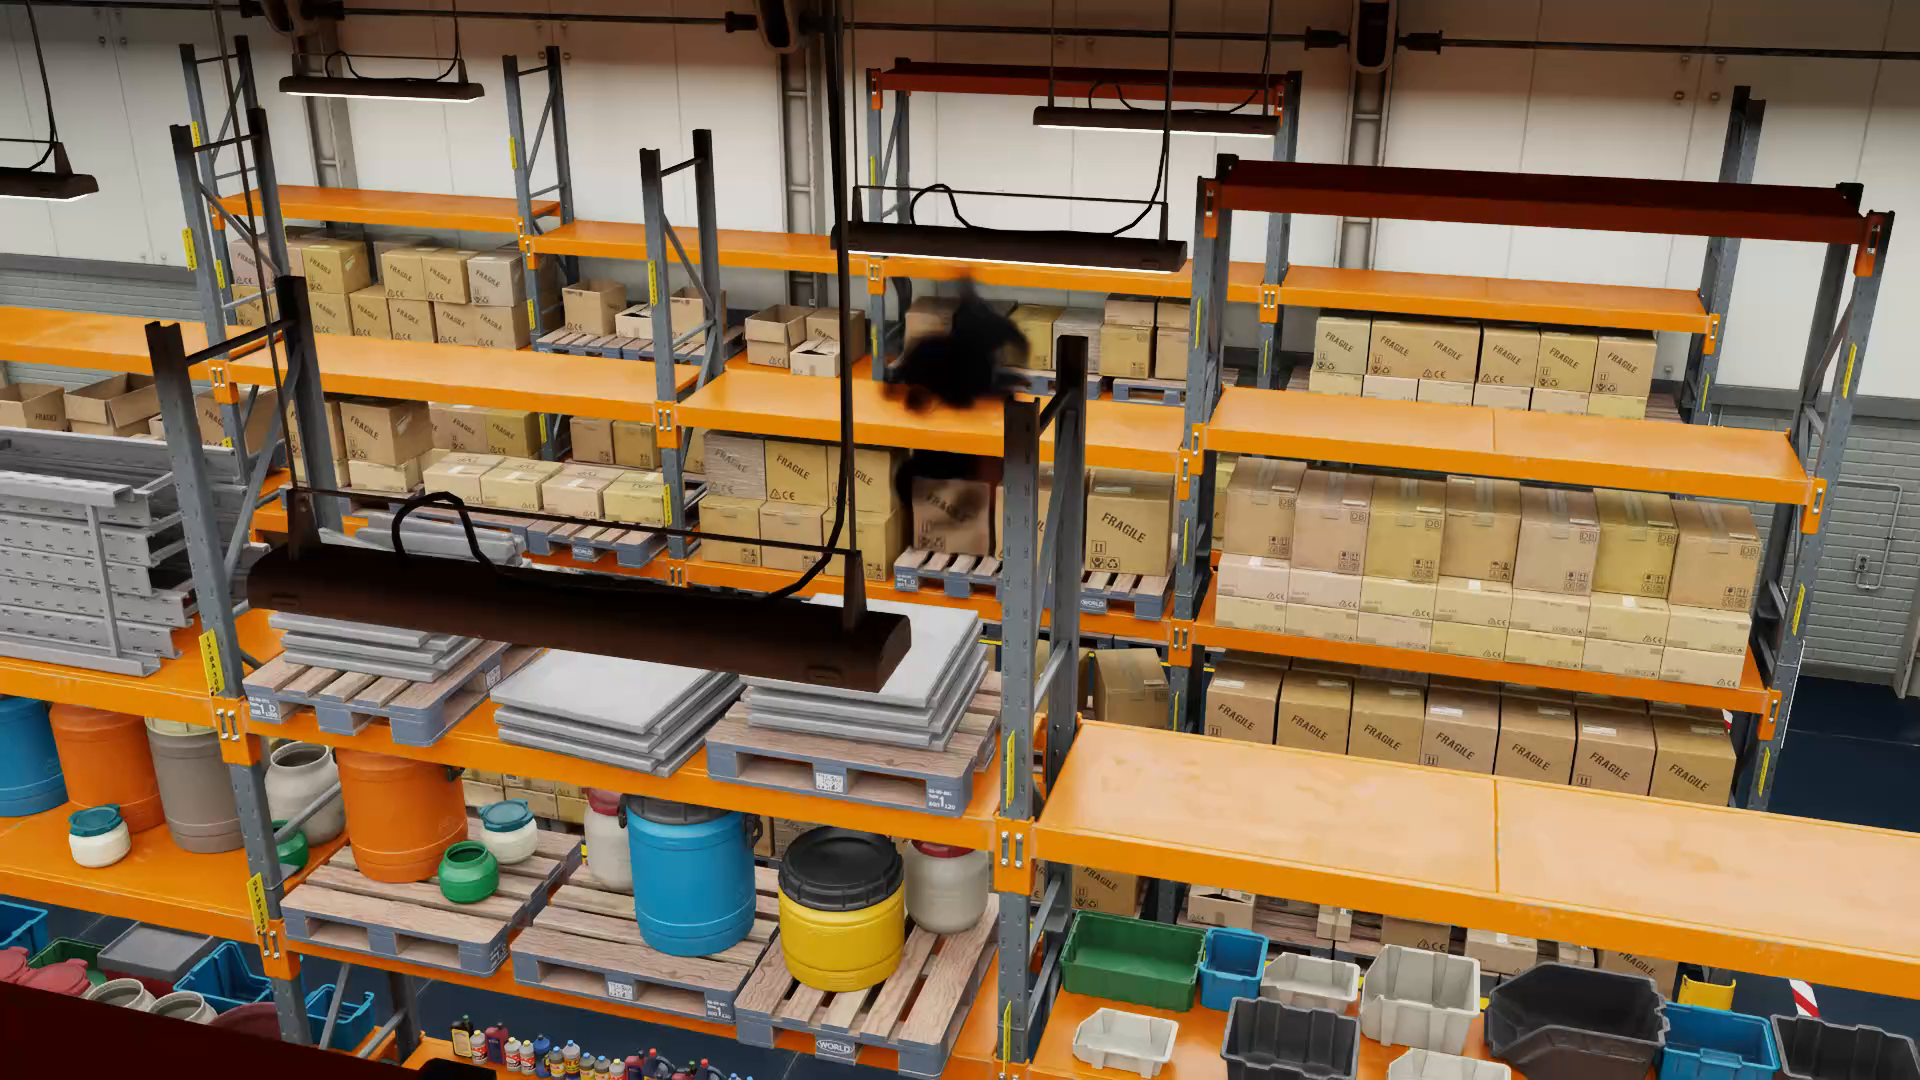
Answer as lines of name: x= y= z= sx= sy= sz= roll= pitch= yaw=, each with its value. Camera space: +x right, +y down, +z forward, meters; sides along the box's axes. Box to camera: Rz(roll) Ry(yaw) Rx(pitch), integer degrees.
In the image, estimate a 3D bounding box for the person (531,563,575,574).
person: x=-4.254 y=0.715 z=16.786 sx=0.590 sy=1.734 sz=0.664 roll=4 pitch=23 yaw=9
